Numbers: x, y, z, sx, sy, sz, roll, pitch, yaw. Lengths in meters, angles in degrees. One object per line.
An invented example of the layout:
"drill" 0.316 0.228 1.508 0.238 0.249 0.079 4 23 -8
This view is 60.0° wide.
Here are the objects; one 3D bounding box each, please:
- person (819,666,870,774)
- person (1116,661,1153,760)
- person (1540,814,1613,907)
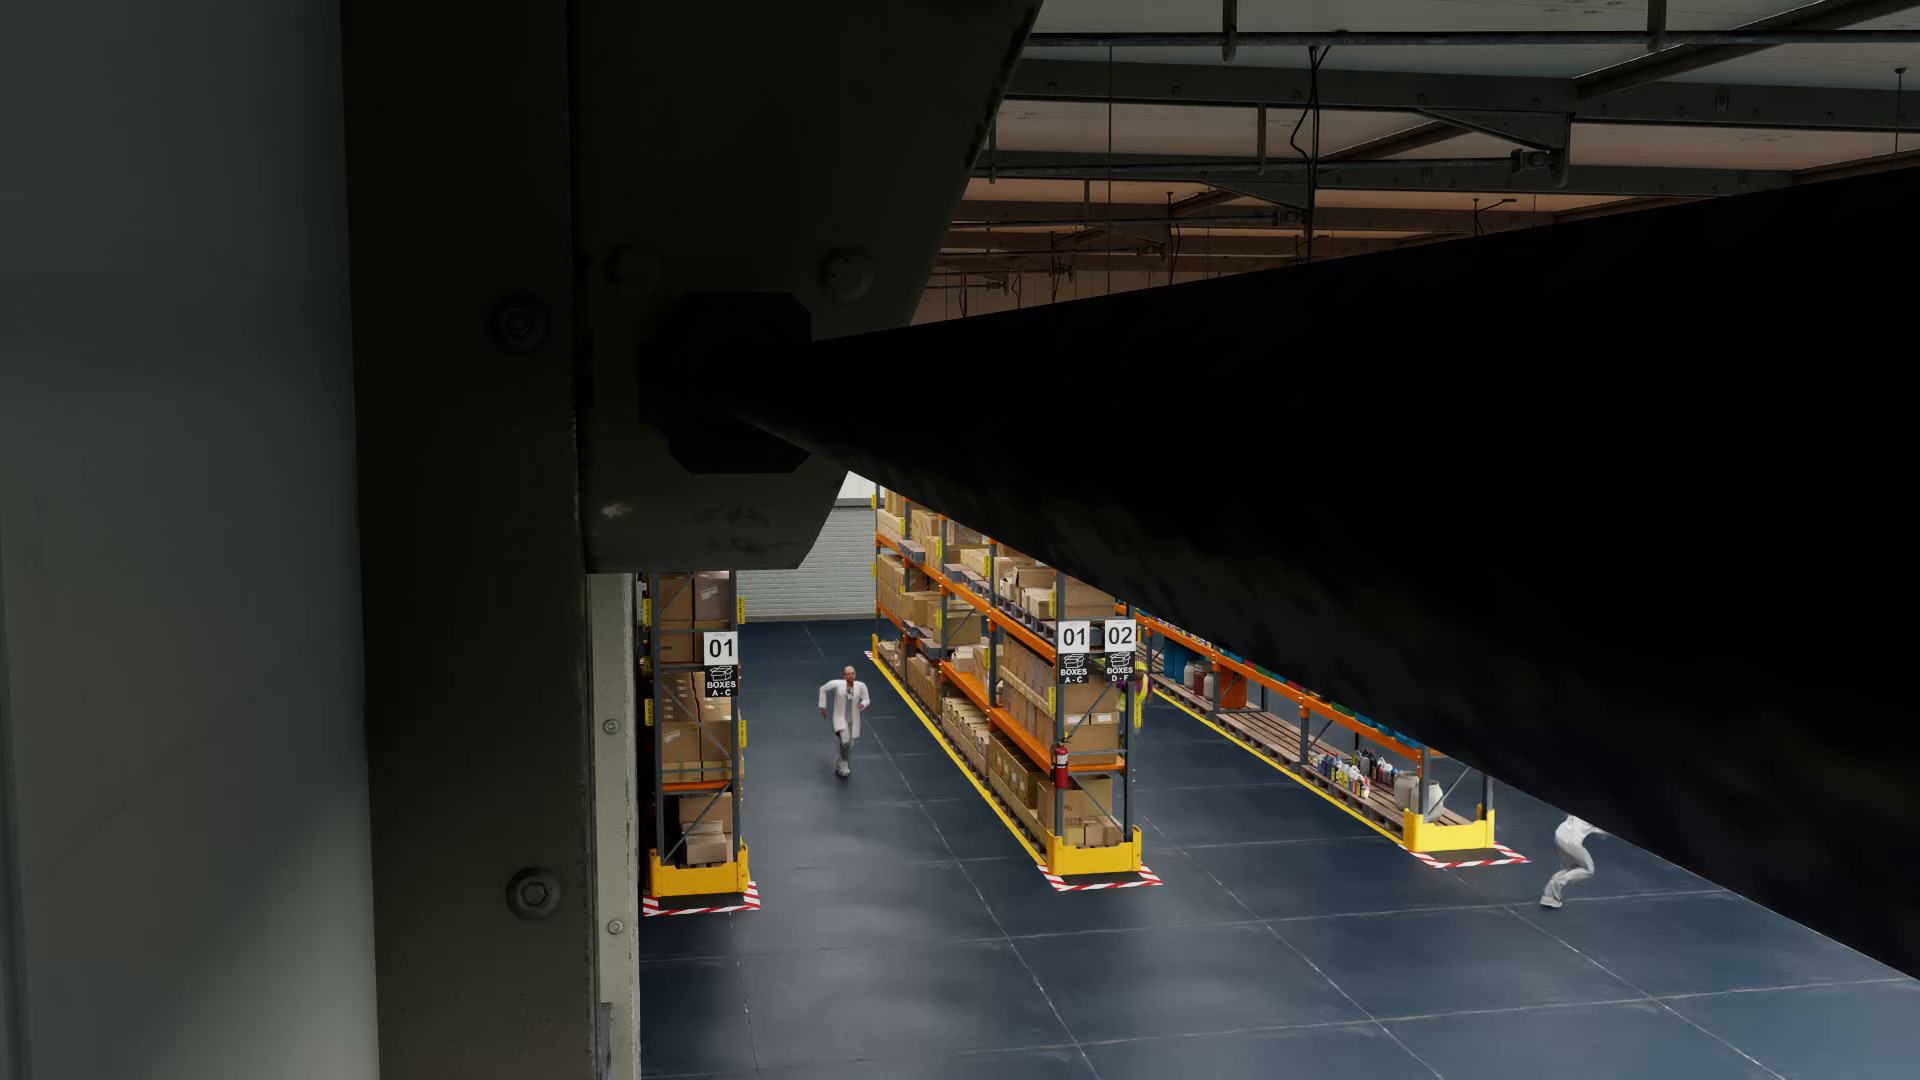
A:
"person" -1.770 2.809 25.768 0.754 1.734 0.832 -2 6 -17
"person" 2.780 2.762 26.682 0.684 1.681 0.712 -3 7 -30
"person" 7.248 3.594 19.473 0.811 1.497 0.645 1 6 7
